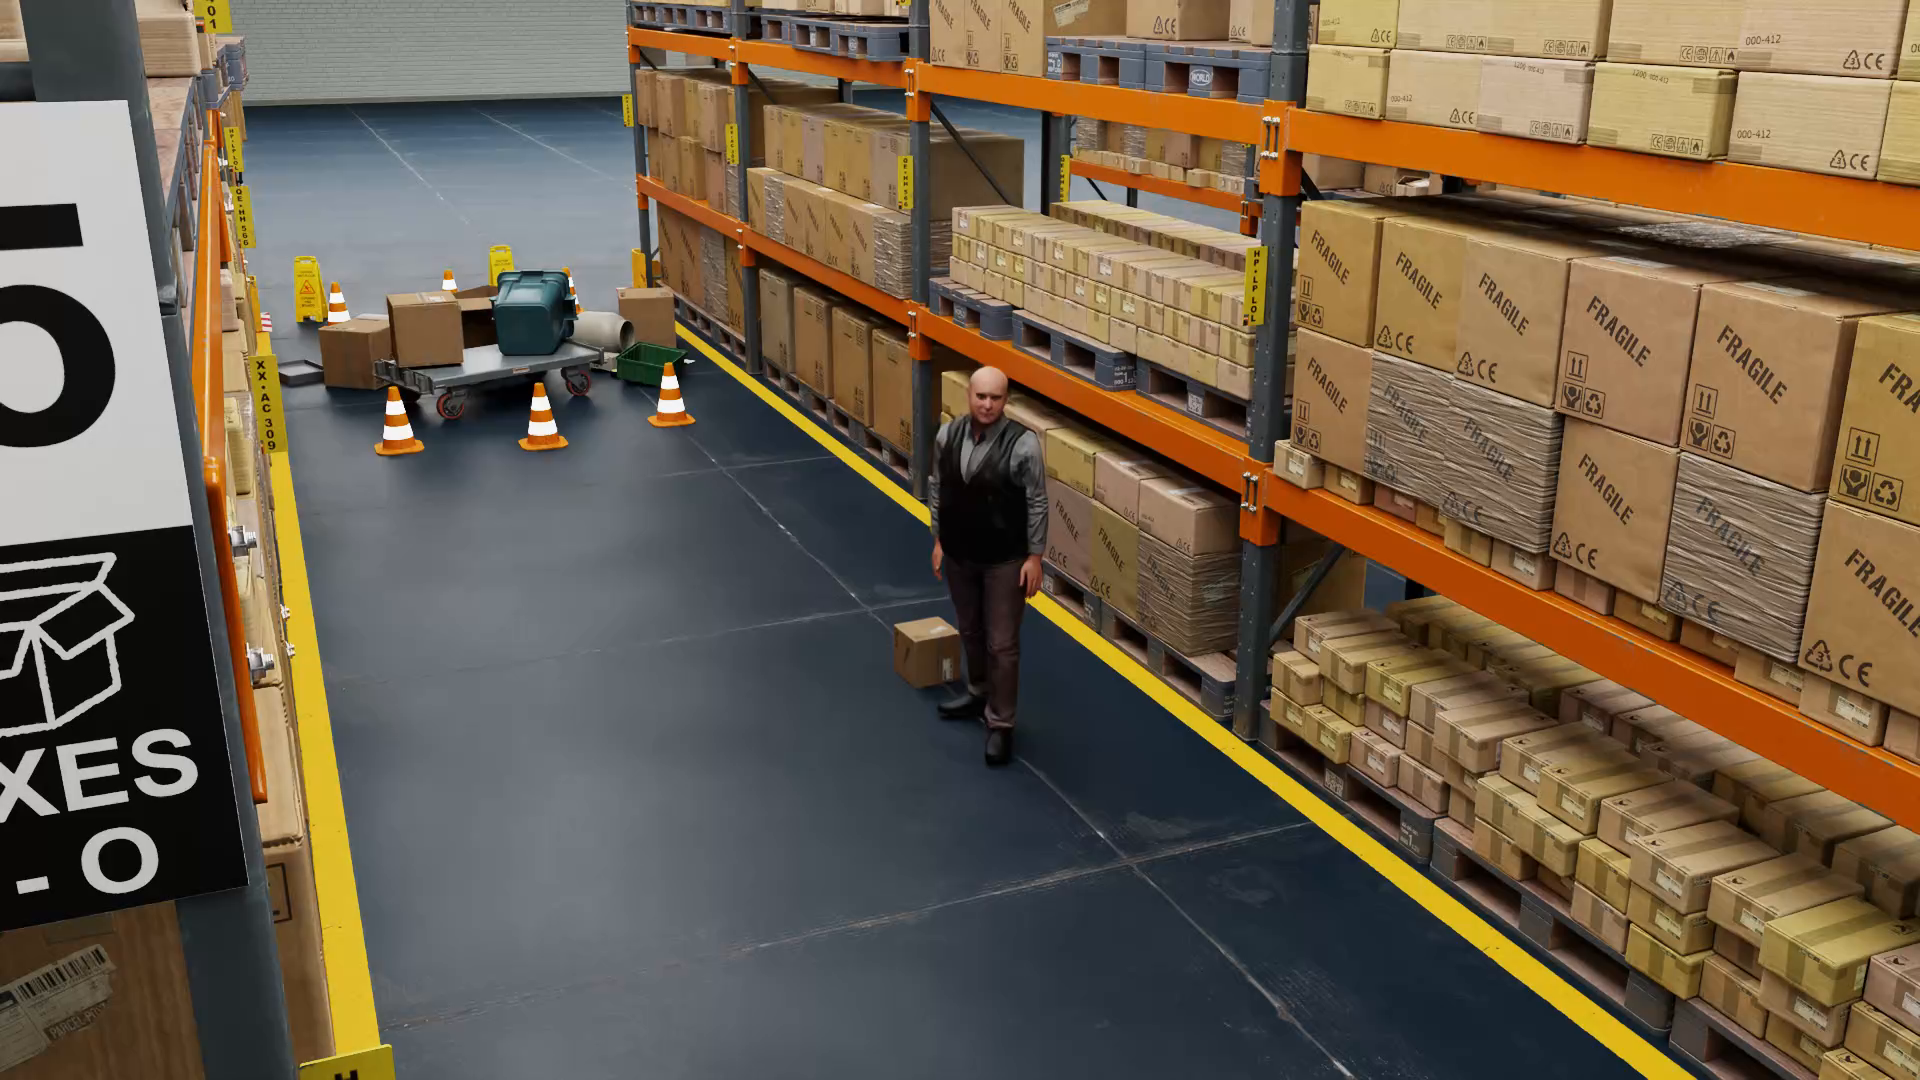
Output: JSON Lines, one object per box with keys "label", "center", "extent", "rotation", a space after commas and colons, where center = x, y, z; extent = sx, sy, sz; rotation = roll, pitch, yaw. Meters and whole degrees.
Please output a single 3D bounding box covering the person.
{"label": "person", "center": [0.105, 0.074, 7.358], "extent": [0.566, 1.725, 0.546], "rotation": [12, 22, 31]}
